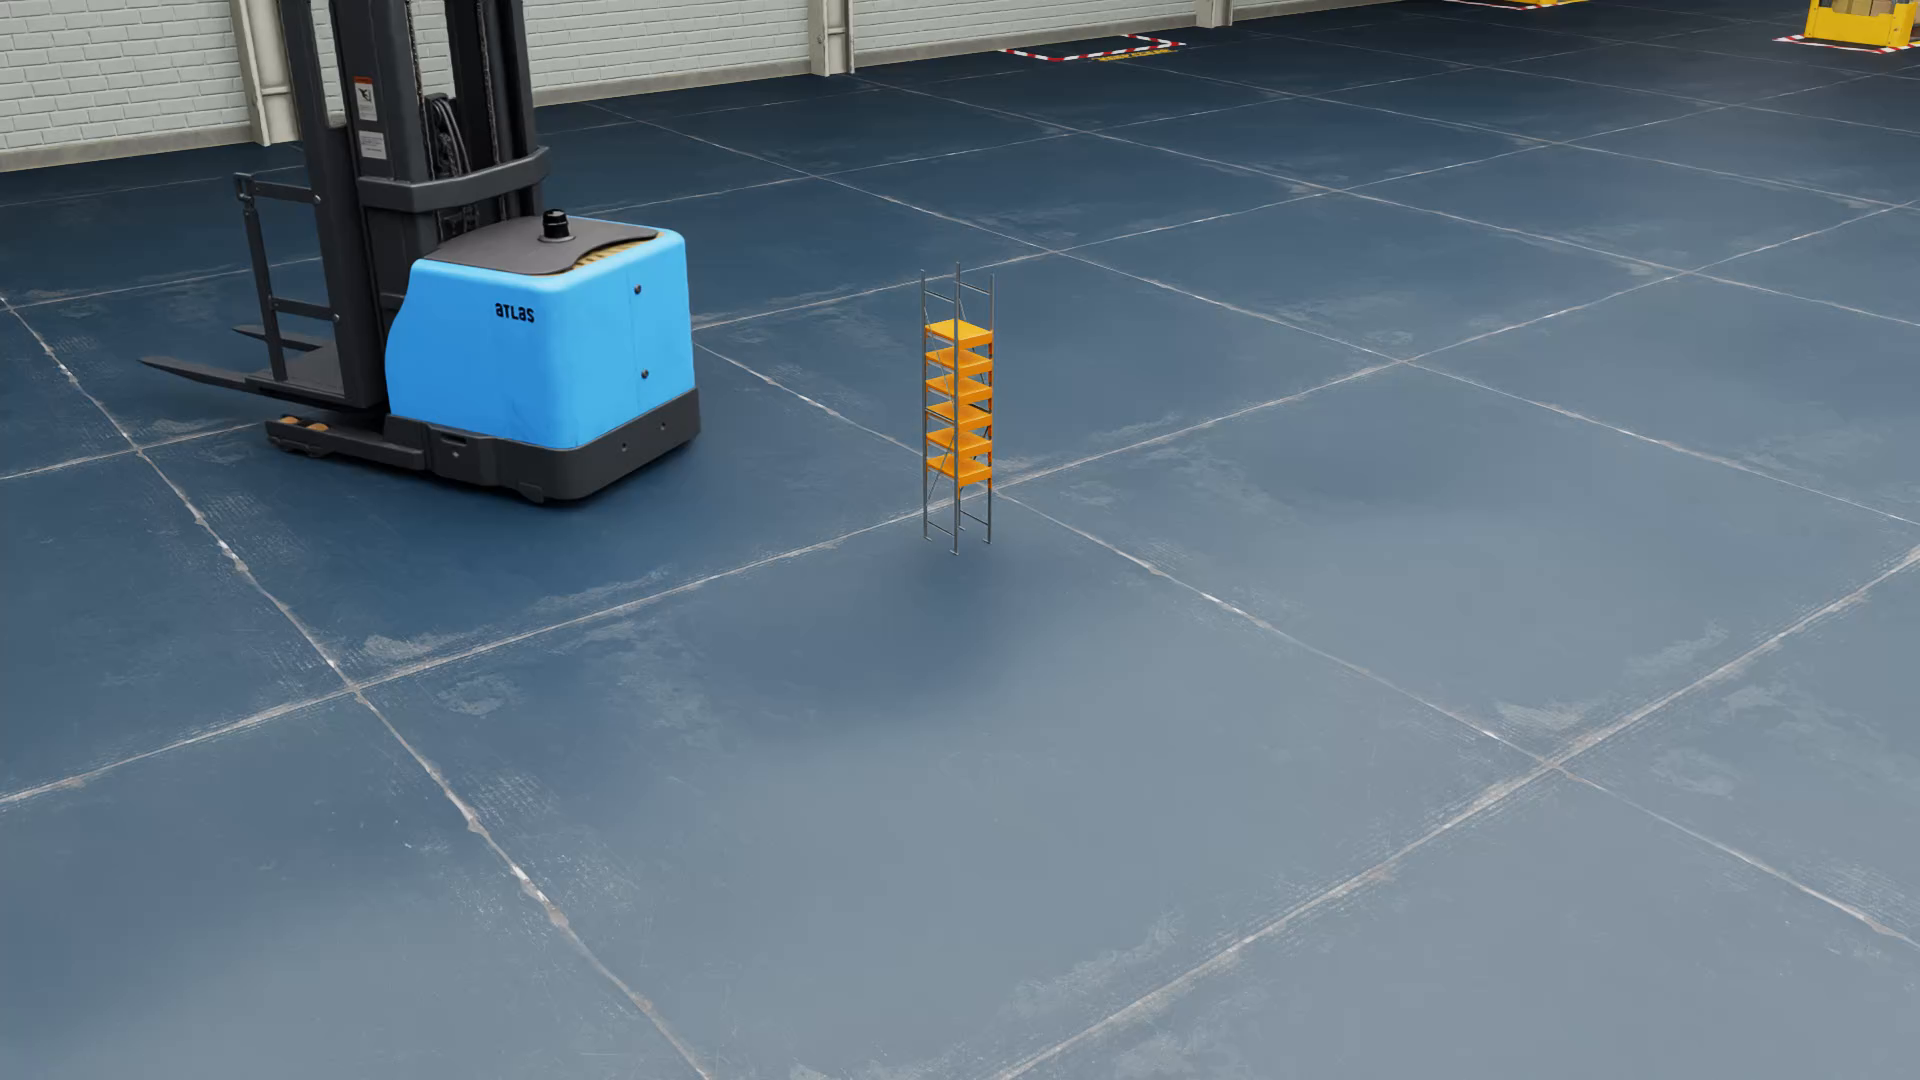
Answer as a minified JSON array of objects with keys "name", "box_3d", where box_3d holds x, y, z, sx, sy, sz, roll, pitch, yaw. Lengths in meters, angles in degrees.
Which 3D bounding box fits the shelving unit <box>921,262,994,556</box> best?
[{"name":"shelving unit","box_3d":[-0.011,-0.540,6.989,0.189,1.200,0.258,-18,31,-34]}]

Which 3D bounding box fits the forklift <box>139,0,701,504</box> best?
[{"name":"forklift","box_3d":[-2.833,-1.914,7.893,3.031,2.935,1.130,12,28,24]}]

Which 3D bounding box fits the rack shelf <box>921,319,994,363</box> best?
[{"name":"rack shelf","box_3d":[-0.011,-0.827,6.856,0.180,0.103,0.258,-18,31,-34]}]

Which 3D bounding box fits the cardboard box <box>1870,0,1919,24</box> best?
[{"name":"cardboard box","box_3d":[11.633,-6.544,20.554,0.500,0.250,0.500,-18,31,-34]}]

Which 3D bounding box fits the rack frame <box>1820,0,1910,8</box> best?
[{"name":"rack frame","box_3d":[11.074,-7.535,19.922,0.127,3.000,1.000,-18,31,-34]}]

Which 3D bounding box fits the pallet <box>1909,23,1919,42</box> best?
[{"name":"pallet","box_3d":[11.650,-6.483,20.967,1.213,0.211,1.003,-18,31,-34]}]

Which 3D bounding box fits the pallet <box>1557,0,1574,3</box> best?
[{"name":"pallet","box_3d":[8.735,-8.129,24.515,1.213,0.211,1.003,-18,31,-34]}]

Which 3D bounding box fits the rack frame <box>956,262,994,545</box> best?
[{"name":"rack frame","box_3d":[0.061,-0.564,7.041,0.006,1.200,0.240,-18,31,-34]}]

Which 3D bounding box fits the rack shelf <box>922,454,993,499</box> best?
[{"name":"rack shelf","box_3d":[-0.011,-0.282,7.109,0.180,0.103,0.258,-18,31,-34]}]

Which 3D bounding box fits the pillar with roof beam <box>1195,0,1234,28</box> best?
[{"name":"pillar with roof beam","box_3d":[5.966,-9.380,16.771,0.400,9.000,9.100,-18,31,-34]}]

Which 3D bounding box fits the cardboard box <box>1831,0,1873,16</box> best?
[{"name":"cardboard box","box_3d":[11.314,-6.715,20.924,0.500,0.250,0.500,-18,31,-34]}]

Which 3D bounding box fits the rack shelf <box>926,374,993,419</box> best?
[{"name":"rack shelf","box_3d":[-0.011,-0.609,6.957,0.180,0.103,0.258,-18,31,-34]}]

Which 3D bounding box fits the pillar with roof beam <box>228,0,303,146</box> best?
[{"name":"pillar with roof beam","box_3d":[-3.477,-6.263,10.054,0.400,9.000,9.100,-18,31,-34]}]

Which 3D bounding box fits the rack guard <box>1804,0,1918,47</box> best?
[{"name":"rack guard","box_3d":[11.055,-6.395,20.435,0.348,0.500,1.175,-18,31,-34]}]

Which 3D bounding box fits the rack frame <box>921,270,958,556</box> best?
[{"name":"rack frame","box_3d":[-0.083,-0.517,6.938,0.006,1.200,0.240,-18,31,-34]}]

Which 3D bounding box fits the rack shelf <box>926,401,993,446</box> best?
[{"name":"rack shelf","box_3d":[-0.011,-0.500,7.008,0.180,0.103,0.258,-18,31,-34]}]

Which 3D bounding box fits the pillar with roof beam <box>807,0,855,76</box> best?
[{"name":"pillar with roof beam","box_3d":[1.245,-7.821,13.413,0.400,9.000,9.100,-18,31,-34]}]

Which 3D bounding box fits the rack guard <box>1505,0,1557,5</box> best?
[{"name":"rack guard","box_3d":[8.074,-8.061,24.025,0.348,0.500,1.175,-18,31,-34]}]

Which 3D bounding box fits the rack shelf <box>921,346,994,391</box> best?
[{"name":"rack shelf","box_3d":[-0.011,-0.718,6.907,0.180,0.103,0.258,-18,31,-34]}]

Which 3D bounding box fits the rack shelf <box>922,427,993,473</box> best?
[{"name":"rack shelf","box_3d":[-0.011,-0.391,7.059,0.180,0.103,0.258,-18,31,-34]}]
